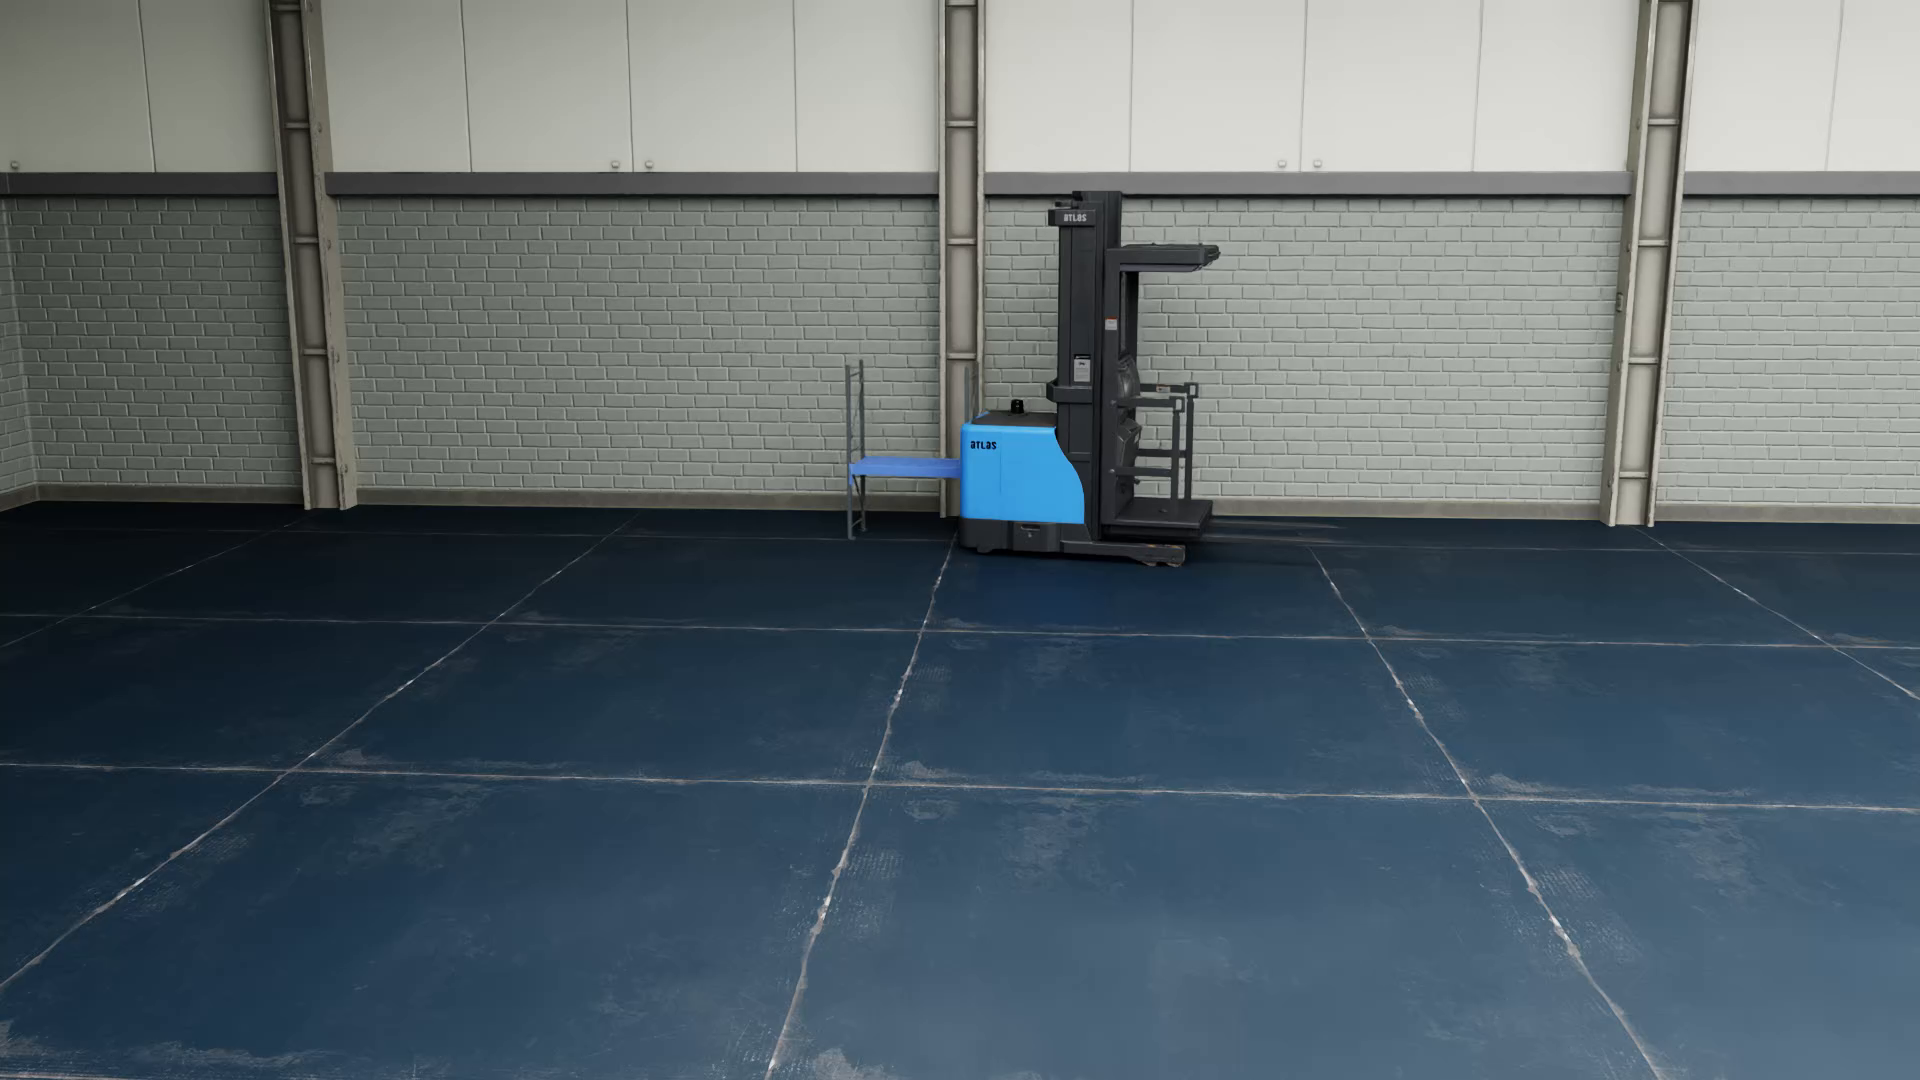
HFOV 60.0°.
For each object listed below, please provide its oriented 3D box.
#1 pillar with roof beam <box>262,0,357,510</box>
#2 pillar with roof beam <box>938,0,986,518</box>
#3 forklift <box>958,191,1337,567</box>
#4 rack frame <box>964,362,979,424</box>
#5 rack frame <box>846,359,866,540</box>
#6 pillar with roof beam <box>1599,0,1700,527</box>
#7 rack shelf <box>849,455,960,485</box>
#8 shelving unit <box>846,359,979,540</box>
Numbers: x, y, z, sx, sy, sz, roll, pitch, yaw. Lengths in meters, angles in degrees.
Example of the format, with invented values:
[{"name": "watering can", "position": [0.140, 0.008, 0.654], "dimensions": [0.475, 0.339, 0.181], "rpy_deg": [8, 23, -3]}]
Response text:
[{"name": "pillar with roof beam", "position": [-6.254, -3.843, 10.662], "dimensions": [0.400, 9.000, 9.100], "rpy_deg": [1, 12, 4]}, {"name": "pillar with roof beam", "position": [-0.267, -3.761, 10.269], "dimensions": [0.400, 9.000, 9.100], "rpy_deg": [1, 12, 4]}, {"name": "forklift", "position": [1.560, -1.340, 13.514], "dimensions": [3.031, 2.935, 1.130], "rpy_deg": [3, 12, 14]}, {"name": "rack frame", "position": [0.098, -0.746, 14.170], "dimensions": [0.032, 1.500, 0.500], "rpy_deg": [2, 12, 11]}, {"name": "rack frame", "position": [-0.900, -0.786, 14.363], "dimensions": [0.032, 1.500, 0.500], "rpy_deg": [2, 12, 11]}, {"name": "pillar with roof beam", "position": [5.719, -3.679, 9.877], "dimensions": [0.400, 9.000, 9.100], "rpy_deg": [1, 12, 4]}, {"name": "rack shelf", "position": [-0.401, -0.590, 14.303], "dimensions": [1.000, 0.185, 0.538], "rpy_deg": [2, 12, 11]}, {"name": "shelving unit", "position": [-0.401, -0.766, 14.266], "dimensions": [1.048, 1.500, 0.538], "rpy_deg": [2, 12, 11]}]
